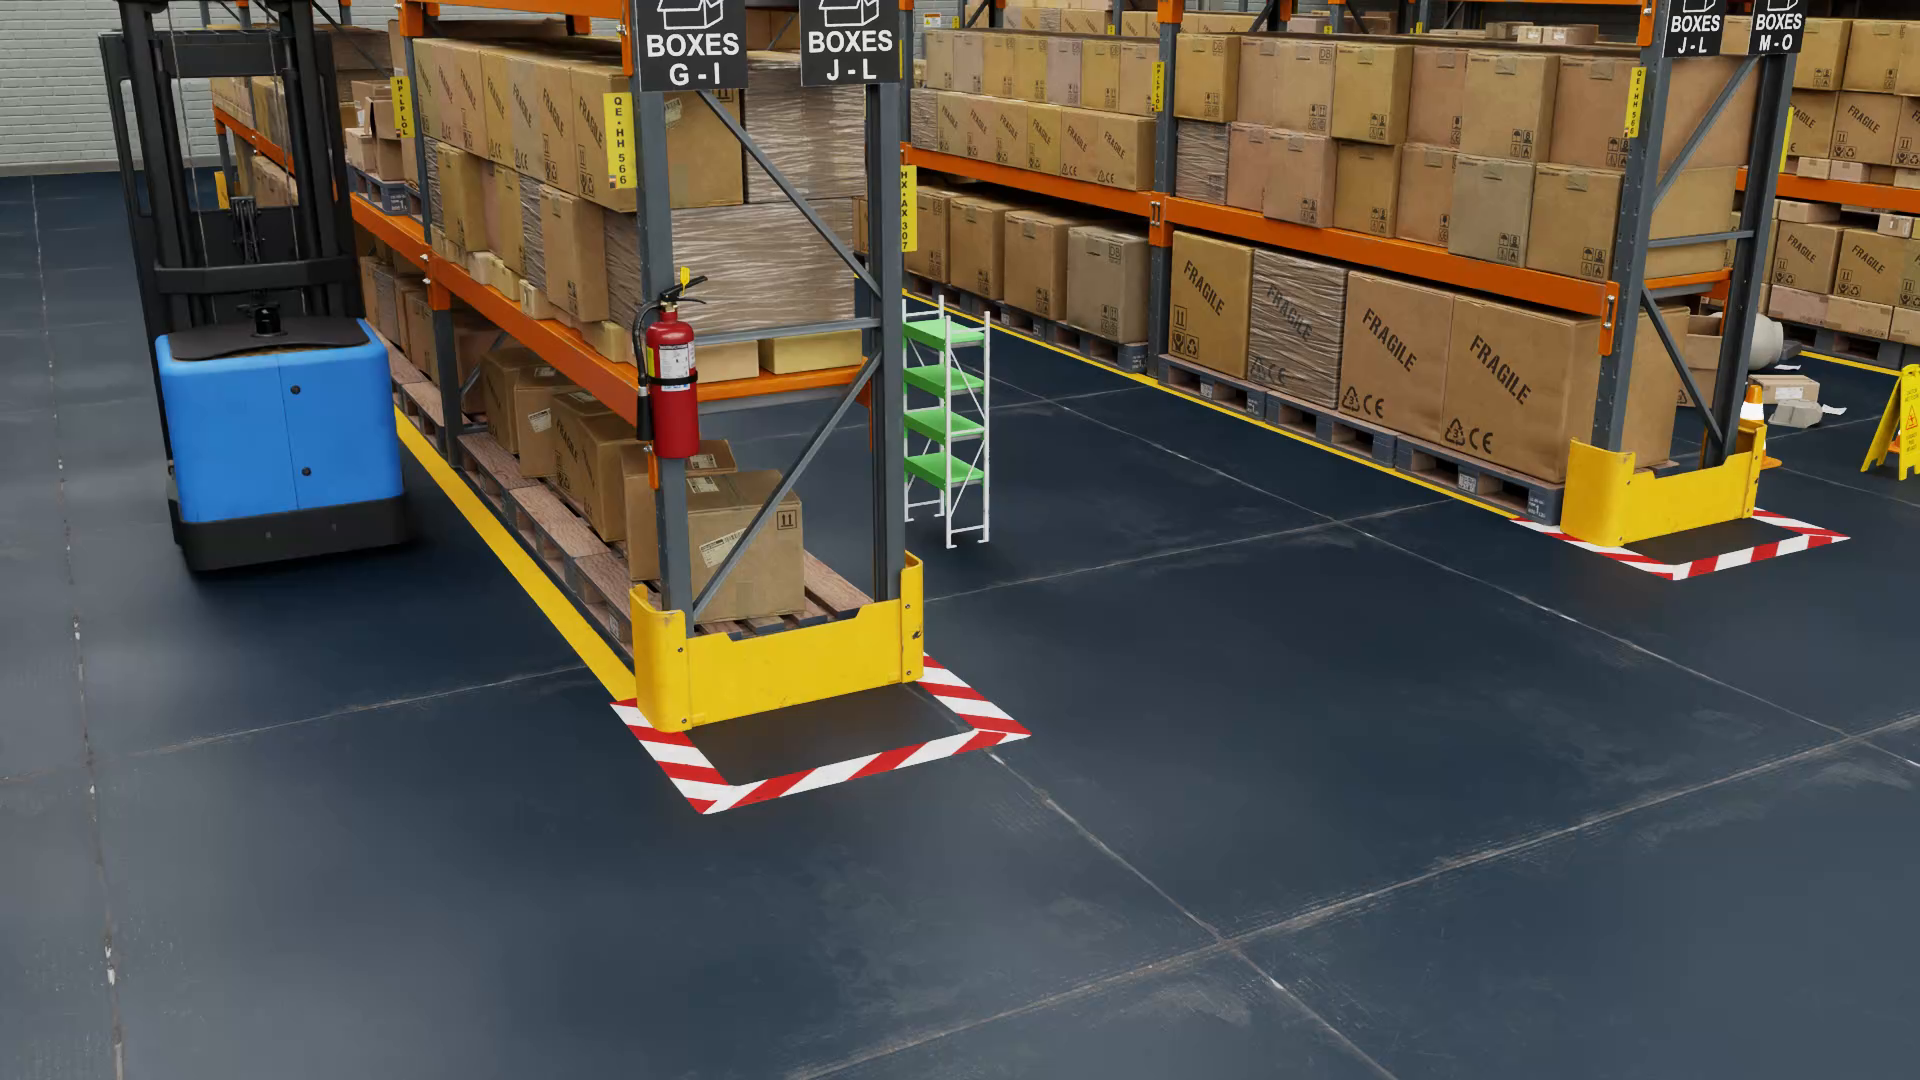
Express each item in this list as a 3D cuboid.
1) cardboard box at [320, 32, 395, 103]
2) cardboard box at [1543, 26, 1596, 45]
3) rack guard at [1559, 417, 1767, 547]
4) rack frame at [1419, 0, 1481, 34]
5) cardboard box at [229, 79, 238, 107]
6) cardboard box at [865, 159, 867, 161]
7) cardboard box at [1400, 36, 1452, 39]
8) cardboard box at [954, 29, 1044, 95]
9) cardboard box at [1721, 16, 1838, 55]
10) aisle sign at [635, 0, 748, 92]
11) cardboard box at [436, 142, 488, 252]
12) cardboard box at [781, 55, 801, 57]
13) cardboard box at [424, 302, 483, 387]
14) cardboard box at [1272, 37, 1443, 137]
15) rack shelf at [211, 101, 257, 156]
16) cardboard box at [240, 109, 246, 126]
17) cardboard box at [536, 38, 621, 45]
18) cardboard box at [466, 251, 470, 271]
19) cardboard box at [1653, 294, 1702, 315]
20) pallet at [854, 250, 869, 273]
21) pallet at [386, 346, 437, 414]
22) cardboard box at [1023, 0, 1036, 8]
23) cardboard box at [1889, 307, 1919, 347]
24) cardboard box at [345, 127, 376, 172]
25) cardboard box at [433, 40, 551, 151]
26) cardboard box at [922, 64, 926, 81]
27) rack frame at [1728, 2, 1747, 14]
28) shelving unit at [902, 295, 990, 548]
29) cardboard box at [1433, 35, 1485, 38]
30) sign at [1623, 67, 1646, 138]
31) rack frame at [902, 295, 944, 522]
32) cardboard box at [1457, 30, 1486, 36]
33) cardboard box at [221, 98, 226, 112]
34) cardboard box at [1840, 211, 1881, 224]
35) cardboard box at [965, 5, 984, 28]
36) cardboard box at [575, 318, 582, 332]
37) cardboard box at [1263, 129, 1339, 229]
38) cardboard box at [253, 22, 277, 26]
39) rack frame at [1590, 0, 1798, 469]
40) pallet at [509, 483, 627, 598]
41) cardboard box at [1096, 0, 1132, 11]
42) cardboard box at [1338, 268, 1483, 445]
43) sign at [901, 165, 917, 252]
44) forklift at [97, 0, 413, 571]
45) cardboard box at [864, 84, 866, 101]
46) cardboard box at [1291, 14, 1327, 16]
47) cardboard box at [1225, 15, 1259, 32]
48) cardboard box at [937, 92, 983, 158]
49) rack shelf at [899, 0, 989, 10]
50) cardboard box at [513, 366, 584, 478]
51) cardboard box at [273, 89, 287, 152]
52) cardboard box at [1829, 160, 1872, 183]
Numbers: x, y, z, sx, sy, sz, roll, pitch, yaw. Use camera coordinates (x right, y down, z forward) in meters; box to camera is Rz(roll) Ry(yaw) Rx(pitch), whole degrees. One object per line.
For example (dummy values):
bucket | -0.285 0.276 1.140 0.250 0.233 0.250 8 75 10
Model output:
cardboard box | -4.822 -3.810 13.383 0.797 0.503 0.637 -9 21 -25
cardboard box | 5.375 -4.449 14.679 0.380 0.149 0.250 -11 22 -28
rack guard | 3.734 -0.330 8.822 1.175 0.500 0.348 -10 21 -27
rack frame | 6.700 -6.529 22.954 1.000 3.000 0.127 -10 21 -27
cardboard box | -7.319 -4.675 17.354 0.500 0.250 0.500 -10 21 -26
cardboard box | -0.655 -3.712 16.828 0.500 0.250 0.500 -10 21 -26
cardboard box | 4.496 -4.684 16.354 0.500 0.500 0.500 -9 21 -24
cardboard box | 0.370 -4.060 14.112 0.700 0.500 0.500 -10 22 -27
cardboard box | 6.373 -3.813 12.942 0.700 0.500 0.500 -10 21 -26
aisle sign | -0.925 -1.944 5.681 0.394 0.787 0.004 -10 21 -27
cardboard box | -2.224 -1.828 8.721 0.875 0.500 0.500 -10 21 -27
cardboard box | -1.697 -4.842 16.893 0.380 0.149 0.250 -10 21 -27
cardboard box | -3.072 -1.273 10.881 0.700 0.500 0.500 -10 21 -27
cardboard box | 2.467 -2.821 10.322 0.875 0.550 0.550 -10 21 -27
rack shelf | -7.338 -4.458 18.056 1.077 0.370 4.000 -10 21 -27
cardboard box | -7.066 -4.290 16.850 0.380 0.149 0.250 -10 22 -28
cardboard box | -1.895 -2.358 8.725 0.500 0.500 0.500 -10 21 -27
cardboard box | -2.375 -1.489 8.733 0.380 0.149 0.250 -10 21 -27
cardboard box | 5.443 -1.764 12.973 0.500 0.500 0.500 4 19 11
pallet | -0.446 -2.722 16.195 1.003 0.211 1.213 -10 21 -27
pallet | -3.544 -1.183 11.738 1.003 0.211 1.213 -10 21 -27
cardboard box | 1.058 -7.138 22.037 0.380 0.149 0.250 -11 22 -28
cardboard box | 7.172 -1.553 12.106 0.500 0.250 0.500 -10 21 -26
cardboard box | -3.895 -2.687 11.406 0.500 0.250 0.500 -11 22 -28
cardboard box | -2.361 -2.276 8.488 0.500 0.500 0.500 -10 21 -27
cardboard box | -0.127 -4.340 15.440 0.380 0.149 0.250 -10 21 -27
rack frame | 6.132 -3.463 14.068 1.000 3.000 0.127 -10 21 -27
shelving unit | -0.079 -0.615 8.573 0.258 1.200 0.503 -10 21 -27
cardboard box | 4.948 -4.763 16.584 0.500 0.500 0.500 -10 22 -28
sign | 3.239 -2.098 7.975 0.100 0.325 0.005 -10 21 -27
rack frame | -0.194 -0.685 8.776 0.240 1.200 0.015 -10 21 -27
cardboard box | 6.978 -6.453 21.936 0.700 0.500 0.500 -10 21 -26
cardboard box | -7.920 -4.806 18.346 0.380 0.149 0.250 -10 22 -28
cardboard box | 7.135 -2.296 13.107 0.500 0.500 0.500 -9 21 -24
cardboard box | 0.411 -7.246 23.344 0.500 0.500 0.500 -11 22 -28
cardboard box | -1.477 -0.999 7.312 0.380 0.149 0.250 -10 21 -27
cardboard box | 2.443 -2.306 10.486 0.875 0.550 0.550 -10 21 -27
cardboard box | -7.825 -5.698 19.169 0.500 0.500 0.500 -10 21 -26
rack frame | 3.723 -1.519 8.434 1.000 3.000 0.127 -10 21 -27
pallet | -1.656 -0.072 8.515 1.003 0.211 1.213 -10 21 -27
cardboard box | 1.907 -6.625 20.551 0.380 0.149 0.250 -10 22 -28
cardboard box | 2.923 -1.150 9.978 0.875 0.875 0.875 -10 22 -28
sign | -0.213 -1.273 6.394 0.100 0.325 0.005 -10 21 -27
forklift | -3.887 -1.676 8.996 1.130 2.935 3.031 -9 21 -25
cardboard box | -0.711 -4.107 15.220 0.380 0.149 0.250 -9 21 -26
cardboard box | 3.737 -5.602 18.582 0.500 0.500 0.500 -9 21 -25
cardboard box | 3.276 -5.528 18.368 0.500 0.500 0.500 -10 21 -27
cardboard box | 0.144 -3.546 14.157 0.500 0.500 0.500 -10 22 -27
rack shelf | -1.026 -5.467 16.381 1.077 0.370 4.000 -10 21 -27
cardboard box | -2.156 -0.660 9.135 0.500 0.500 0.500 -3 19 -9
cardboard box | -5.663 -3.665 14.502 0.500 0.500 0.500 -10 21 -26
cardboard box | 6.743 -2.767 12.437 0.380 0.149 0.250 -10 21 -27
